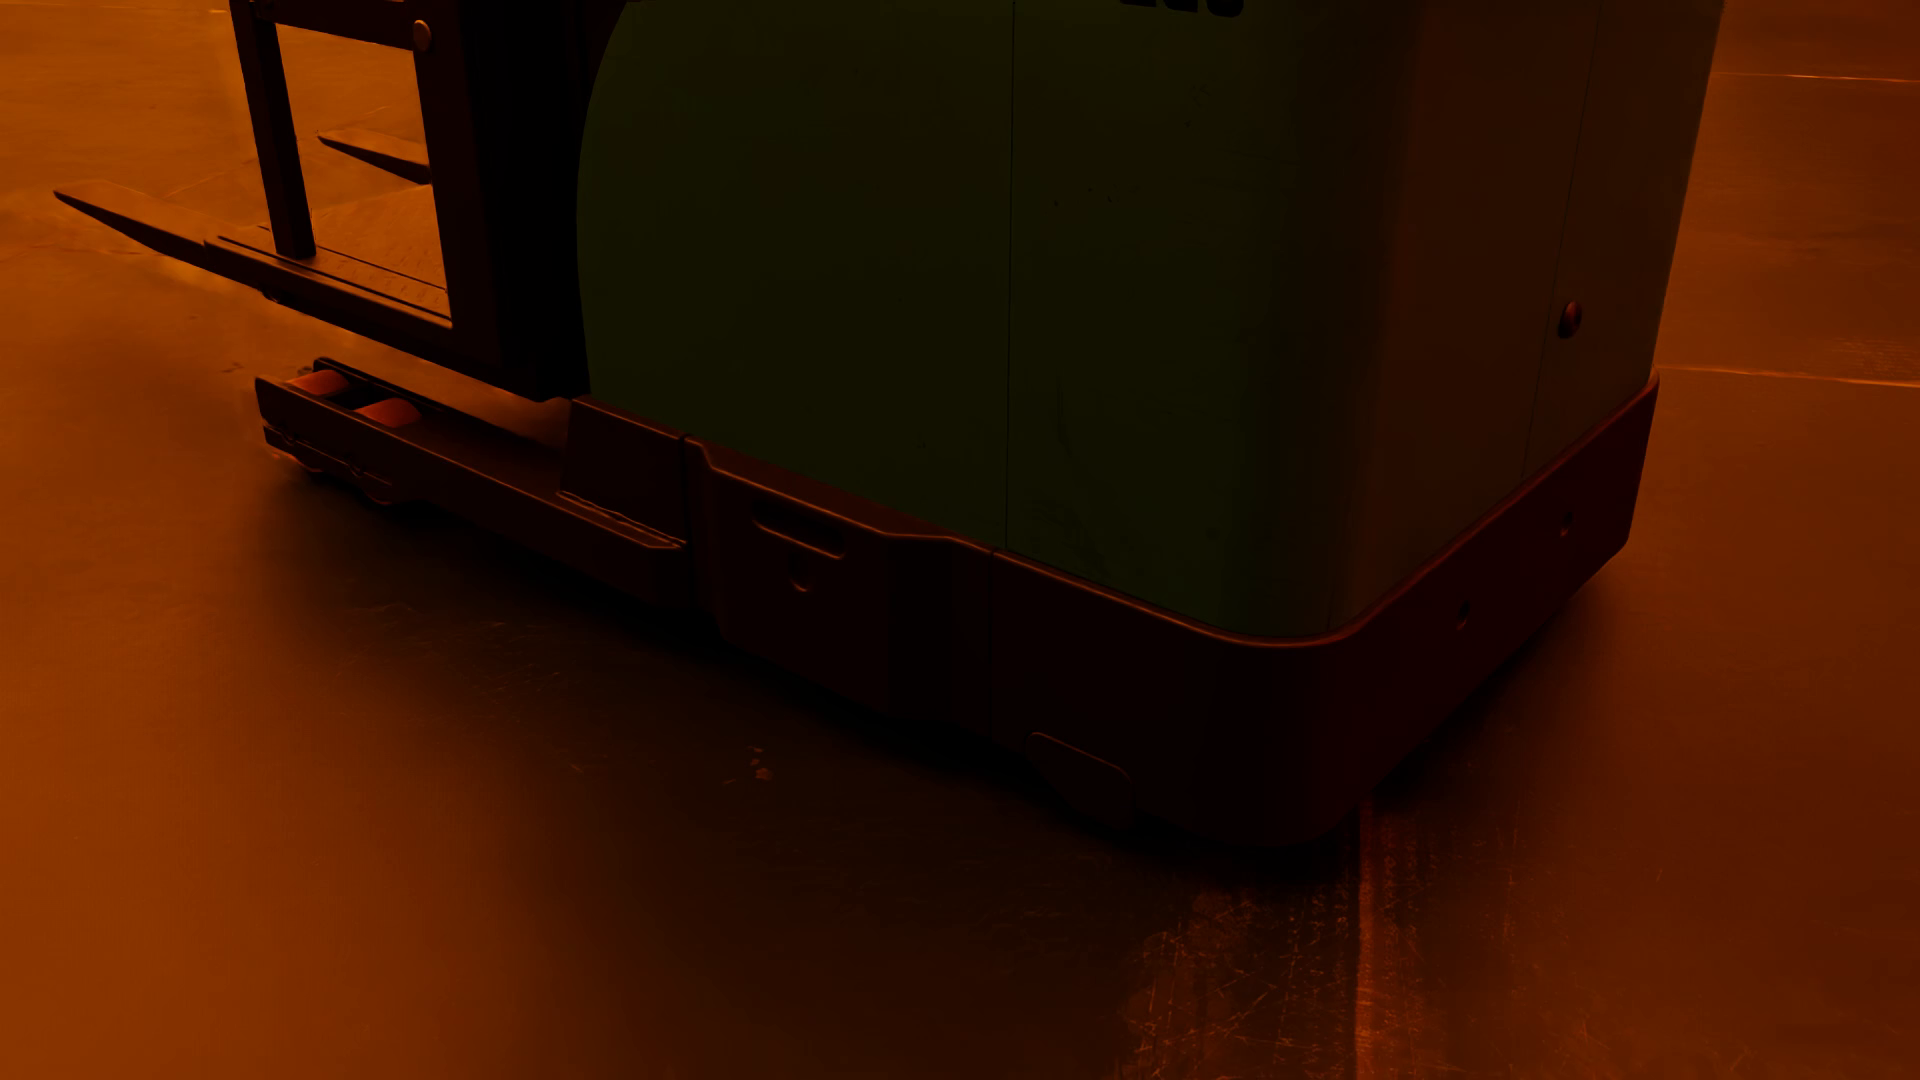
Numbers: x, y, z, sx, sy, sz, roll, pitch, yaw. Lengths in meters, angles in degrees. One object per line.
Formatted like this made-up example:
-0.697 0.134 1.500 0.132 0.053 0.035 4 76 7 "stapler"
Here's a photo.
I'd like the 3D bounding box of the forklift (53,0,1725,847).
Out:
-0.507 -1.524 2.267 3.031 2.935 1.130 20 33 35 "forklift"
